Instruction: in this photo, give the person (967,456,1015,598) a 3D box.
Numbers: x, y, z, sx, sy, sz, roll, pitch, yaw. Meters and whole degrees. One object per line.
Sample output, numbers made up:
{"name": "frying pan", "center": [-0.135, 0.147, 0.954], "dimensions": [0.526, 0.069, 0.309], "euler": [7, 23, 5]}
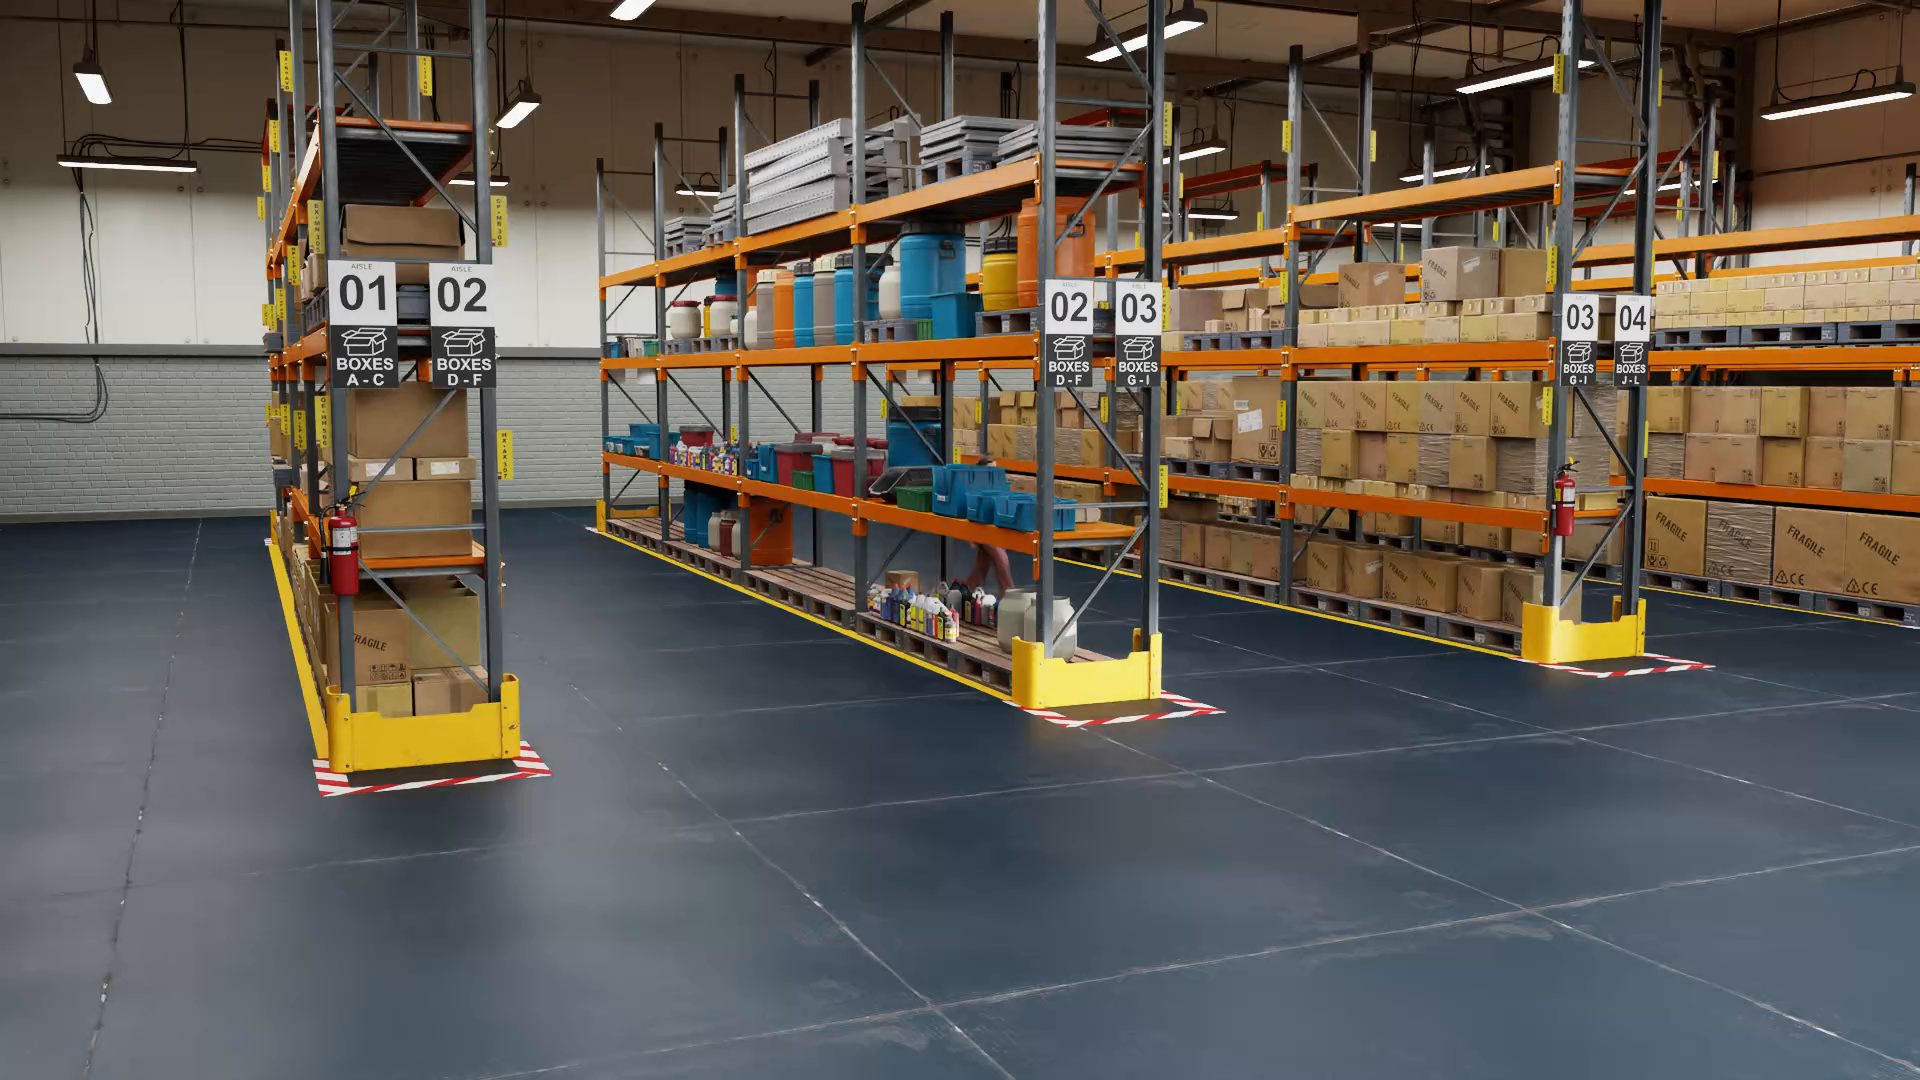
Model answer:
{"name": "person", "center": [0.381, -0.056, 17.574], "dimensions": [0.793, 1.674, 0.511], "euler": [2, 6, 20]}
